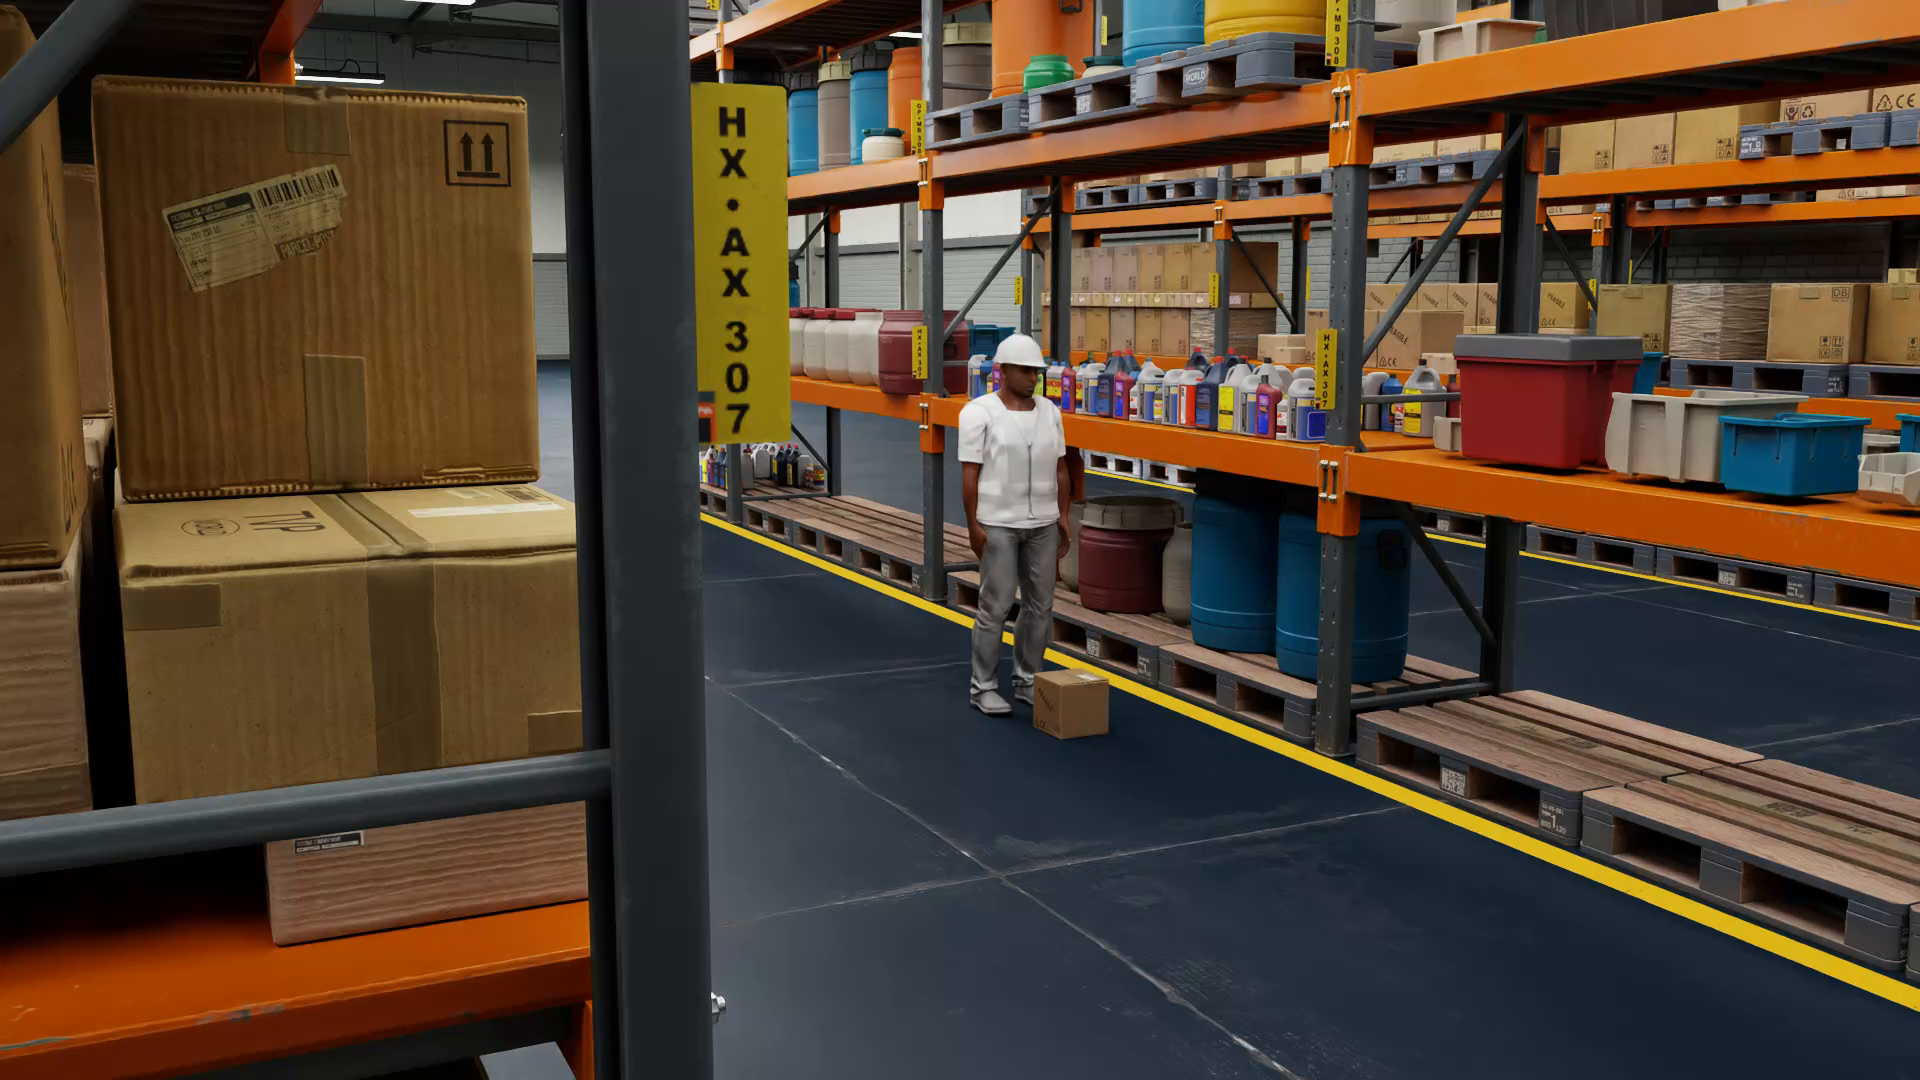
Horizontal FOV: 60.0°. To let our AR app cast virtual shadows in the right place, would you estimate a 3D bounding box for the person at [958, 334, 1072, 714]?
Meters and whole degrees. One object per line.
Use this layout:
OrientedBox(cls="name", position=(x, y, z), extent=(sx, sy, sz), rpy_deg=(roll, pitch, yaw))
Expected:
OrientedBox(cls="person", position=(0.271, -0.079, 7.804), extent=(0.565, 1.760, 0.360), rpy_deg=(-4, 10, -27))
